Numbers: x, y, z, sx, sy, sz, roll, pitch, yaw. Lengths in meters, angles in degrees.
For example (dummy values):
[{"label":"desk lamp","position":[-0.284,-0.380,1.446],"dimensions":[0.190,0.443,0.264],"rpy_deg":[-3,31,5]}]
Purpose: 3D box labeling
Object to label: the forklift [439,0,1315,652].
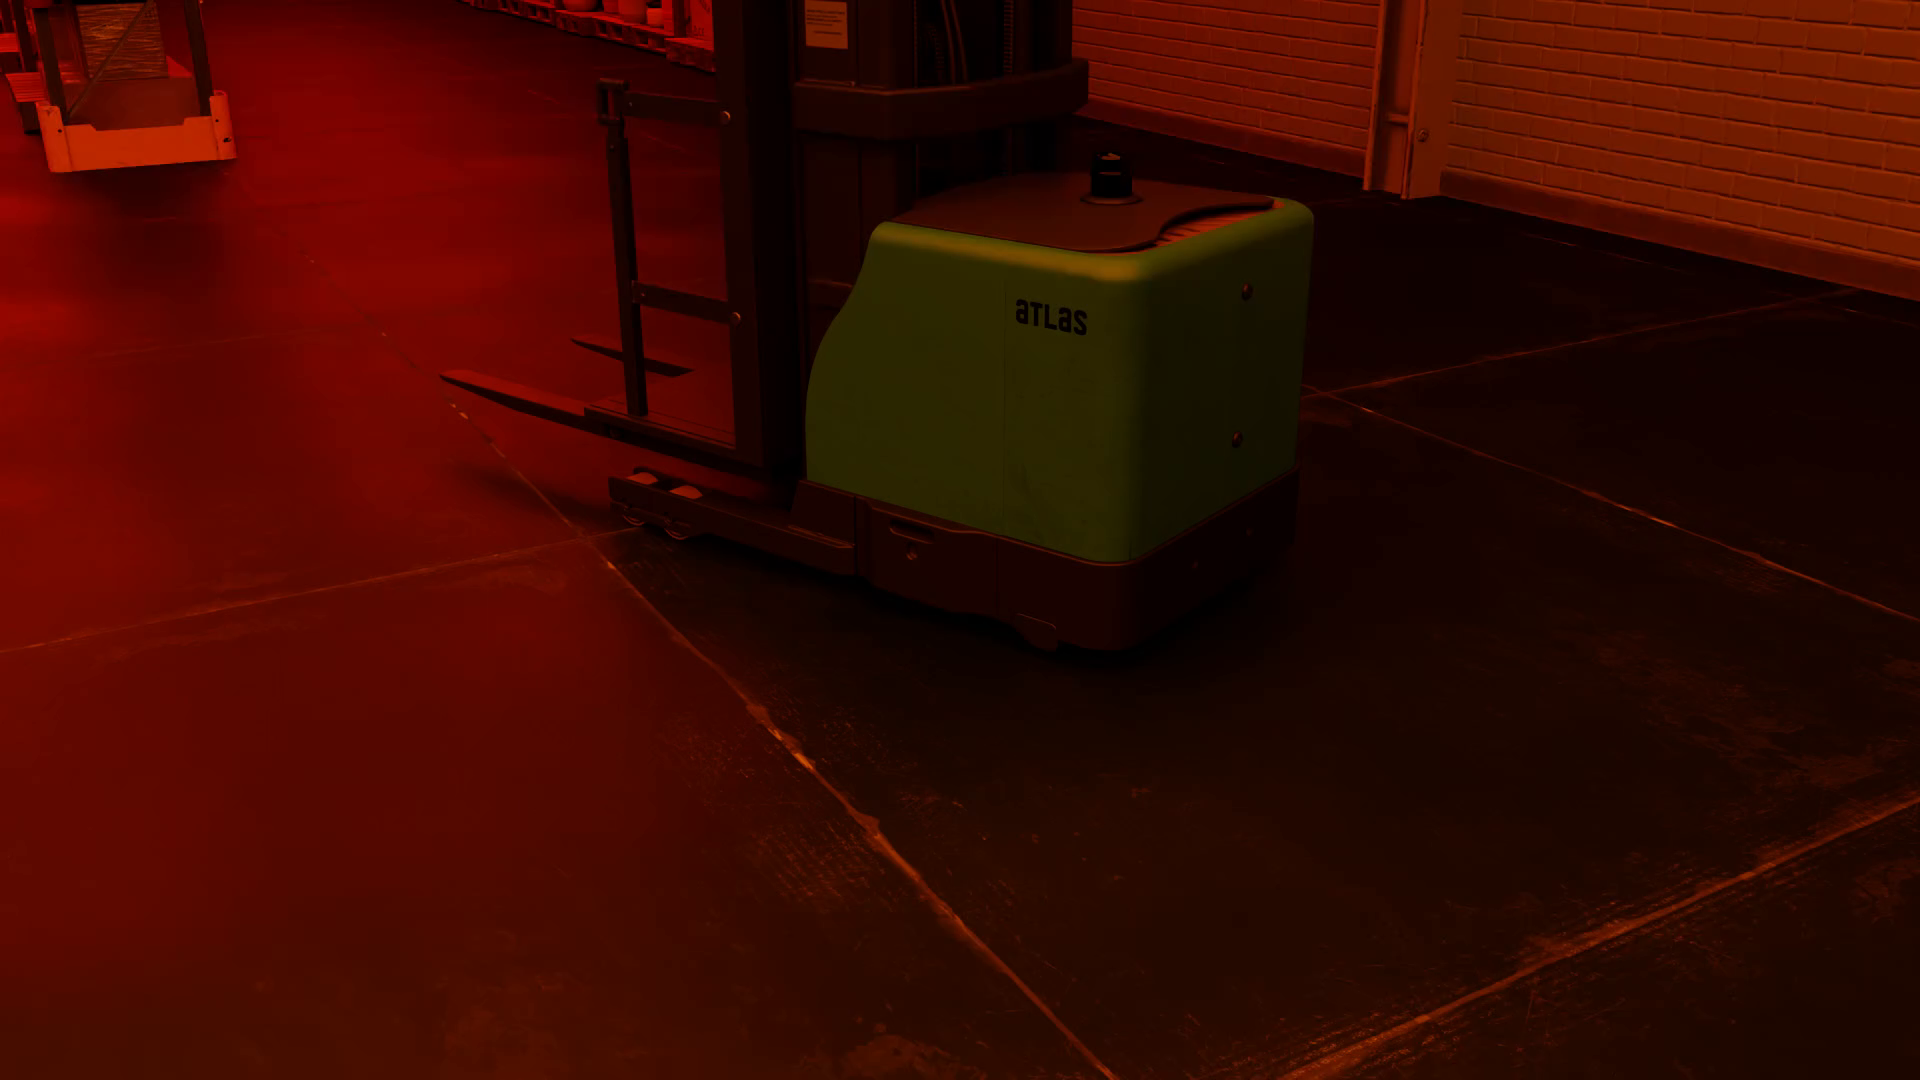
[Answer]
[{"label":"forklift","position":[-0.481,-1.497,4.922],"dimensions":[3.031,2.935,1.130],"rpy_deg":[16,27,34]}]
